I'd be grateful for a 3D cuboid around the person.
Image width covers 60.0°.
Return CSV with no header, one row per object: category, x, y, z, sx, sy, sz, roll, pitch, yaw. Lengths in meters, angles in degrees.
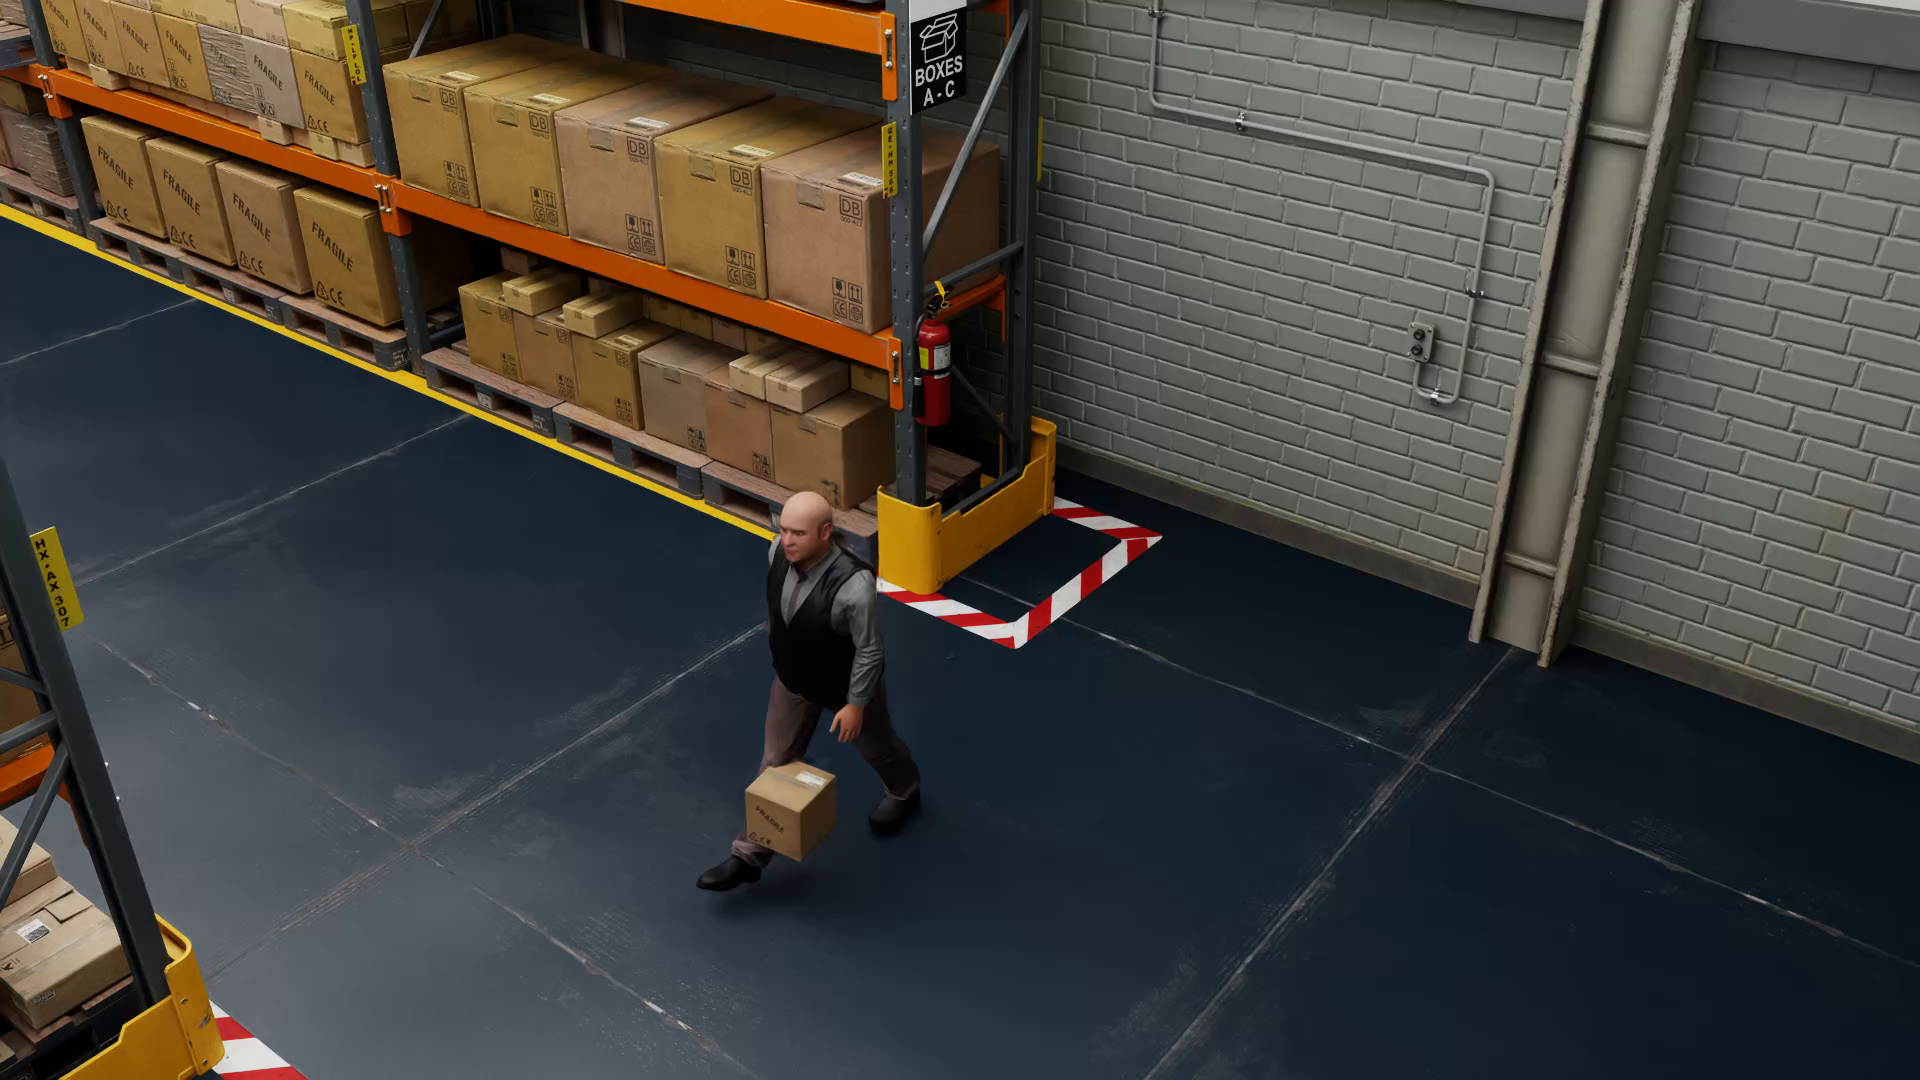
person,-0.530,0.550,6.230,0.547,1.645,1.067,21,36,31
